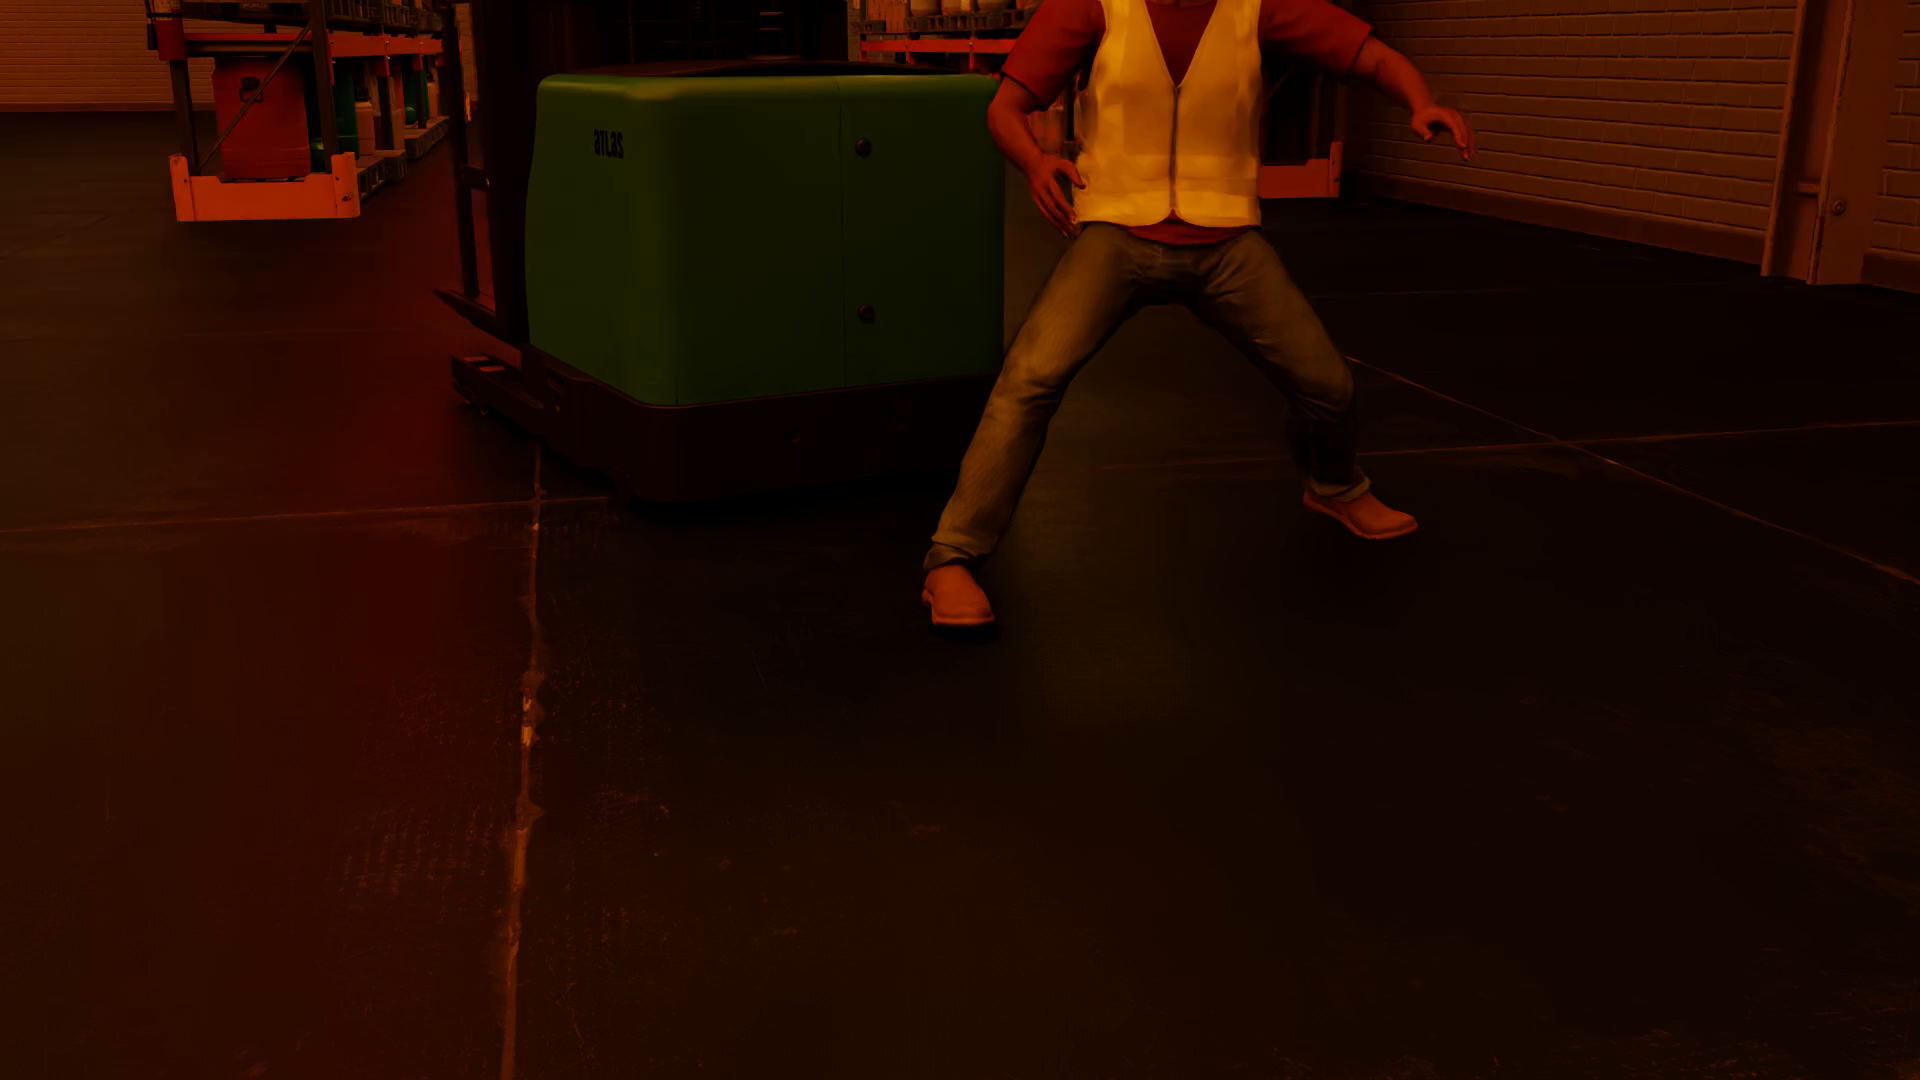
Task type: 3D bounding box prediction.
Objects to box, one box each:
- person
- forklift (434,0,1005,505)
[{"bbox_3d":[0.514,-0.670,3.538,1.193,1.583,0.923,0,17,0],"label":"person"},{"bbox_3d":[-1.035,-1.862,5.138,1.130,2.935,3.031,-9,19,-28],"label":"forklift"}]
